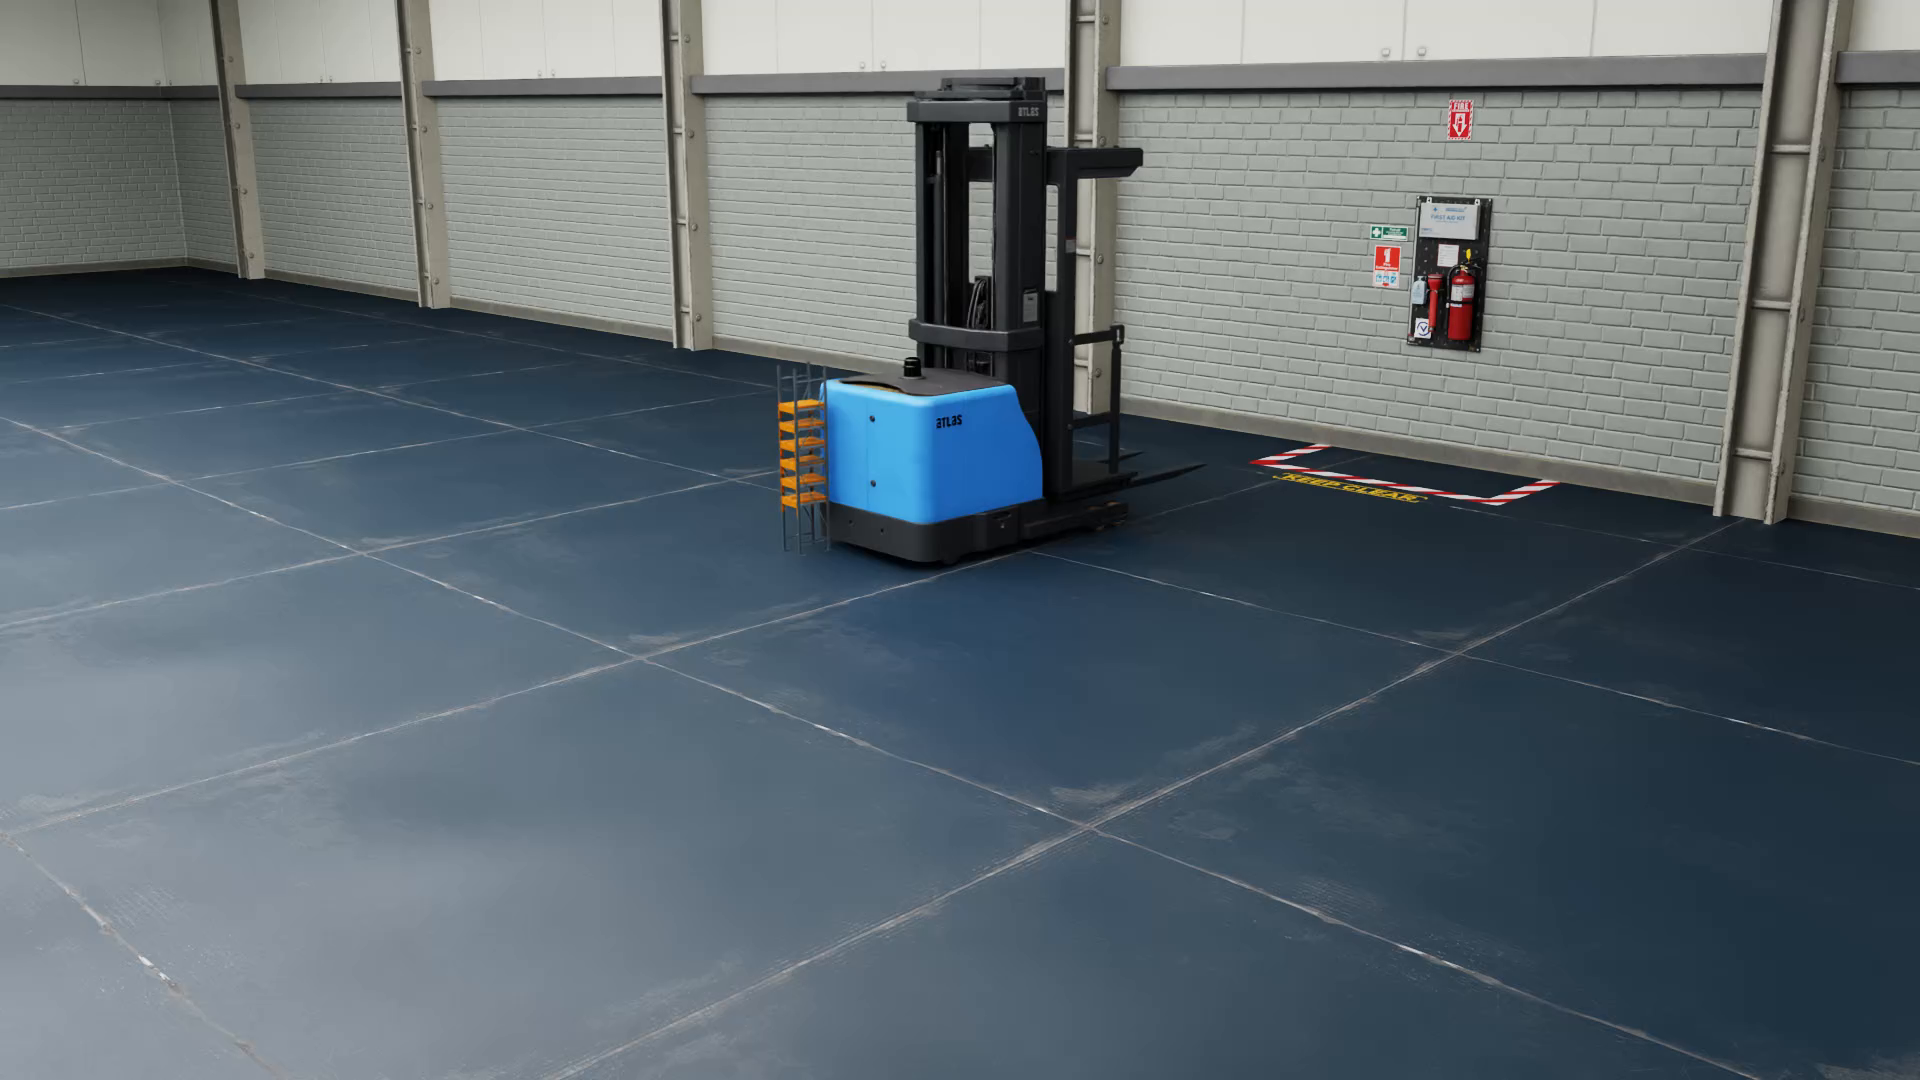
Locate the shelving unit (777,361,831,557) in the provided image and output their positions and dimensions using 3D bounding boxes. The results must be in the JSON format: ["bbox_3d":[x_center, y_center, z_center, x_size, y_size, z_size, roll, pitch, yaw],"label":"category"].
[{"bbox_3d":[-0.983,-0.509,10.500,0.258,1.200,0.189,-12,19,-37],"label":"shelving unit"}]

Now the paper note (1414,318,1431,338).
[{"bbox_3d":[3.666,-1.675,13.160,0.142,0.148,0.016,14,20,42],"label":"paper note"}]

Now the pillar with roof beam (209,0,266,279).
[{"bbox_3d":[-14.767,-7.941,23.560,0.400,9.000,9.100,14,20,42],"label":"pillar with roof beam"}]

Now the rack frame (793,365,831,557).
[{"bbox_3d":[-0.926,-0.490,10.430,0.240,1.200,0.006,-12,19,-37],"label":"rack frame"}]

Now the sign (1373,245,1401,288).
[{"bbox_3d":[3.419,-2.191,13.320,0.234,0.329,0.001,14,20,42],"label":"sign"}]

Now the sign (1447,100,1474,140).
[{"bbox_3d":[3.809,-3.199,12.664,0.199,0.298,0.001,14,20,42],"label":"sign"}]

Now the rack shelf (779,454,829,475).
[{"bbox_3d":[-0.983,-0.466,10.511,0.258,0.103,0.180,-12,19,-37],"label":"rack shelf"}]

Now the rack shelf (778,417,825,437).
[{"bbox_3d":[-0.984,-0.698,10.449,0.258,0.103,0.180,-12,19,-37],"label":"rack shelf"}]

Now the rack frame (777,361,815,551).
[{"bbox_3d":[-1.040,-0.527,10.569,0.240,1.200,0.006,-12,19,-37],"label":"rack frame"}]

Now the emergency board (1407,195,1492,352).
[{"bbox_3d":[3.746,-2.058,12.882,0.643,1.169,0.194,14,20,42],"label":"emergency board"}]

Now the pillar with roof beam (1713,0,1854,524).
[{"bbox_3d":[2.510,-3.740,7.440,0.400,9.000,9.100,14,20,42],"label":"pillar with roof beam"}]

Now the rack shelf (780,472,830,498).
[{"bbox_3d":[-0.983,-0.350,10.542,0.258,0.103,0.180,-12,19,-37],"label":"rack shelf"}]

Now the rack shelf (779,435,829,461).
[{"bbox_3d":[-0.983,-0.582,10.480,0.258,0.103,0.180,-12,19,-37],"label":"rack shelf"}]

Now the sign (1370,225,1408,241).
[{"bbox_3d":[3.416,-2.445,13.244,0.331,0.109,0.001,14,20,42],"label":"sign"}]

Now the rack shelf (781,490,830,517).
[{"bbox_3d":[-0.982,-0.234,10.573,0.258,0.103,0.180,-12,19,-37],"label":"rack shelf"}]

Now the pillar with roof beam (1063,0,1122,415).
[{"bbox_3d":[-1.809,-4.790,11.470,0.400,9.000,9.100,14,20,42],"label":"pillar with roof beam"}]

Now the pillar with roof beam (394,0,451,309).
[{"bbox_3d":[-10.448,-6.890,19.530,0.400,9.000,9.100,14,20,42],"label":"pillar with roof beam"}]

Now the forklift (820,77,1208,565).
[{"bbox_3d":[0.503,-1.562,11.113,3.031,2.935,1.130,-14,20,-42],"label":"forklift"}]

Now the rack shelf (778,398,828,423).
[{"bbox_3d":[-0.984,-0.814,10.418,0.258,0.103,0.180,-12,19,-37],"label":"rack shelf"}]

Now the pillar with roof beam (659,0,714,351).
[{"bbox_3d":[-6.128,-5.840,15.500,0.400,9.000,9.100,14,20,42],"label":"pillar with roof beam"}]
